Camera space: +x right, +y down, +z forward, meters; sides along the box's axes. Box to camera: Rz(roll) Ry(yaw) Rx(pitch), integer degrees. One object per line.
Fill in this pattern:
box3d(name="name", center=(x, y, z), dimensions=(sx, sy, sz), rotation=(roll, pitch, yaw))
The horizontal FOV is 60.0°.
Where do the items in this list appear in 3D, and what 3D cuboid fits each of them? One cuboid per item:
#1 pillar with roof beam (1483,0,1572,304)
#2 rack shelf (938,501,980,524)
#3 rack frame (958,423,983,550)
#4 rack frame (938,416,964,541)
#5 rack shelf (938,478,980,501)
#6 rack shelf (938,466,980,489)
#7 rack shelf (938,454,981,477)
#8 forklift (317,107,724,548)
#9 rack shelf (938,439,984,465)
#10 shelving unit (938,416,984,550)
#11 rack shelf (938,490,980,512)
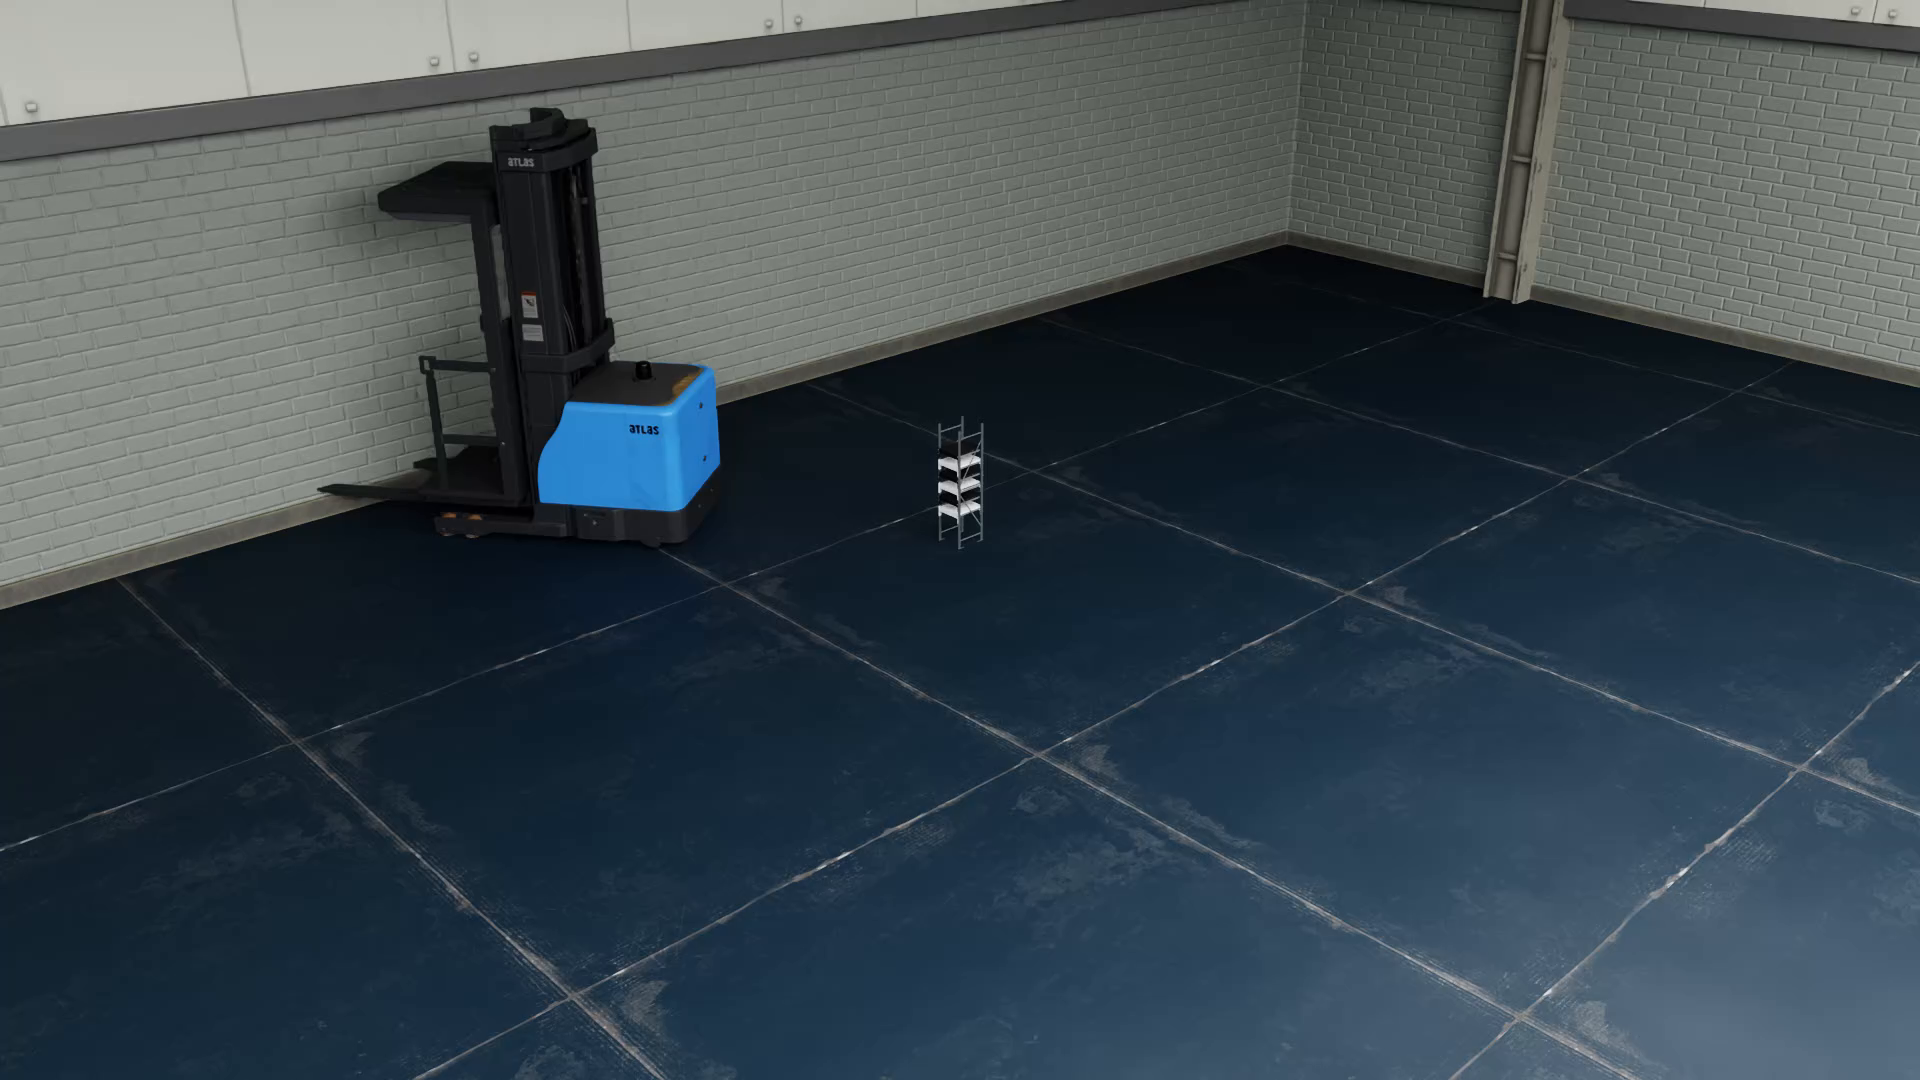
box3d(name="pillar with roof beam", center=(2.677, -5.455, 13.162), dimensions=(9.100, 9.000, 0.400), rotation=(-21, 32, -38))
box3d(name="rack shelf", center=(0.006, -0.213, 11.943), dimensions=(0.258, 0.077, 0.200), rotation=(-21, 32, -38))
box3d(name="rack frame", center=(0.075, -0.376, 11.787), dimensions=(0.240, 0.900, 0.006), rotation=(-21, 32, -38))
box3d(name="rack frame", center=(-0.064, -0.438, 11.922), dimensions=(0.240, 0.900, 0.006), rotation=(-21, 32, -38))
box3d(name="rack shelf", center=(0.006, -0.377, 11.868), dimensions=(0.258, 0.077, 0.200), rotation=(-21, 32, -38))
box3d(name="rack shelf", center=(0.006, -0.459, 11.831), dimensions=(0.258, 0.077, 0.200), rotation=(-21, 32, -38))
box3d(name="rack shelf", center=(0.006, -0.540, 11.794), dimensions=(0.258, 0.077, 0.200), rotation=(-21, 32, -38))
box3d(name="forklift", center=(-3.362, -1.558, 11.930), dimensions=(3.031, 2.935, 1.130), rotation=(4, 25, 9))
box3d(name="rack shelf", center=(0.006, -0.622, 11.756), dimensions=(0.258, 0.077, 0.200), rotation=(-21, 32, -38))
box3d(name="shelving unit", center=(0.006, -0.407, 11.855), dimensions=(0.258, 0.900, 0.210), rotation=(-21, 32, -38))
box3d(name="rack shelf", center=(0.006, -0.295, 11.906), dimensions=(0.258, 0.077, 0.200), rotation=(-21, 32, -38))
